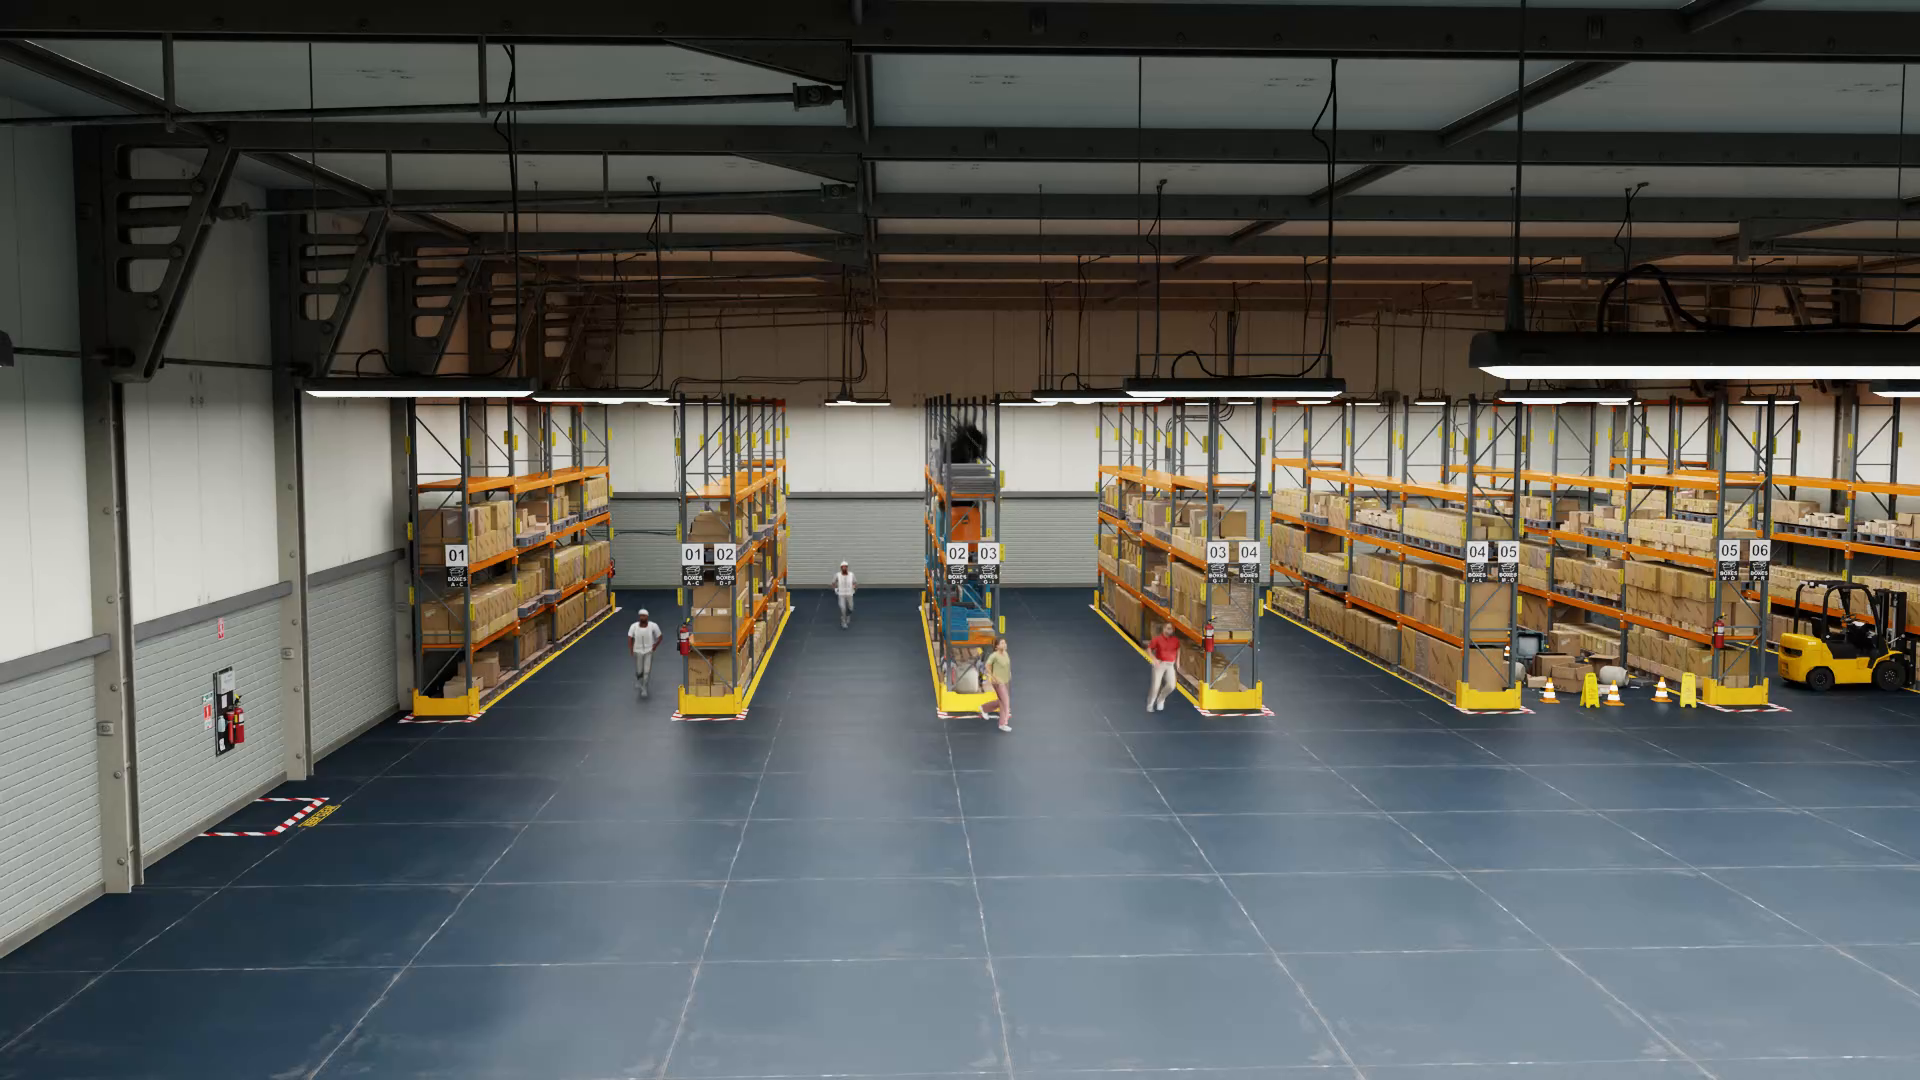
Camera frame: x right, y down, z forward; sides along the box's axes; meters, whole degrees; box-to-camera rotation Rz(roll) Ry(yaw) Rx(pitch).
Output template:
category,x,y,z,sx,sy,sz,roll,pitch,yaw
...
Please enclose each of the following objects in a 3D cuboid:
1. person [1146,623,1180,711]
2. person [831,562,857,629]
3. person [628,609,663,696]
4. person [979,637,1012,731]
category,x,y,z,sx,sy,sz,roll,pitch,yaw
person,3.882,2.406,31.415,0.724,1.676,0.580,-1,5,-13
person,-3.015,1.431,43.379,0.682,1.733,0.625,-1,5,-13
person,-6.294,2.239,33.267,0.691,1.734,0.632,0,5,-4
person,0.651,2.553,29.761,0.741,1.662,0.595,3,6,37
